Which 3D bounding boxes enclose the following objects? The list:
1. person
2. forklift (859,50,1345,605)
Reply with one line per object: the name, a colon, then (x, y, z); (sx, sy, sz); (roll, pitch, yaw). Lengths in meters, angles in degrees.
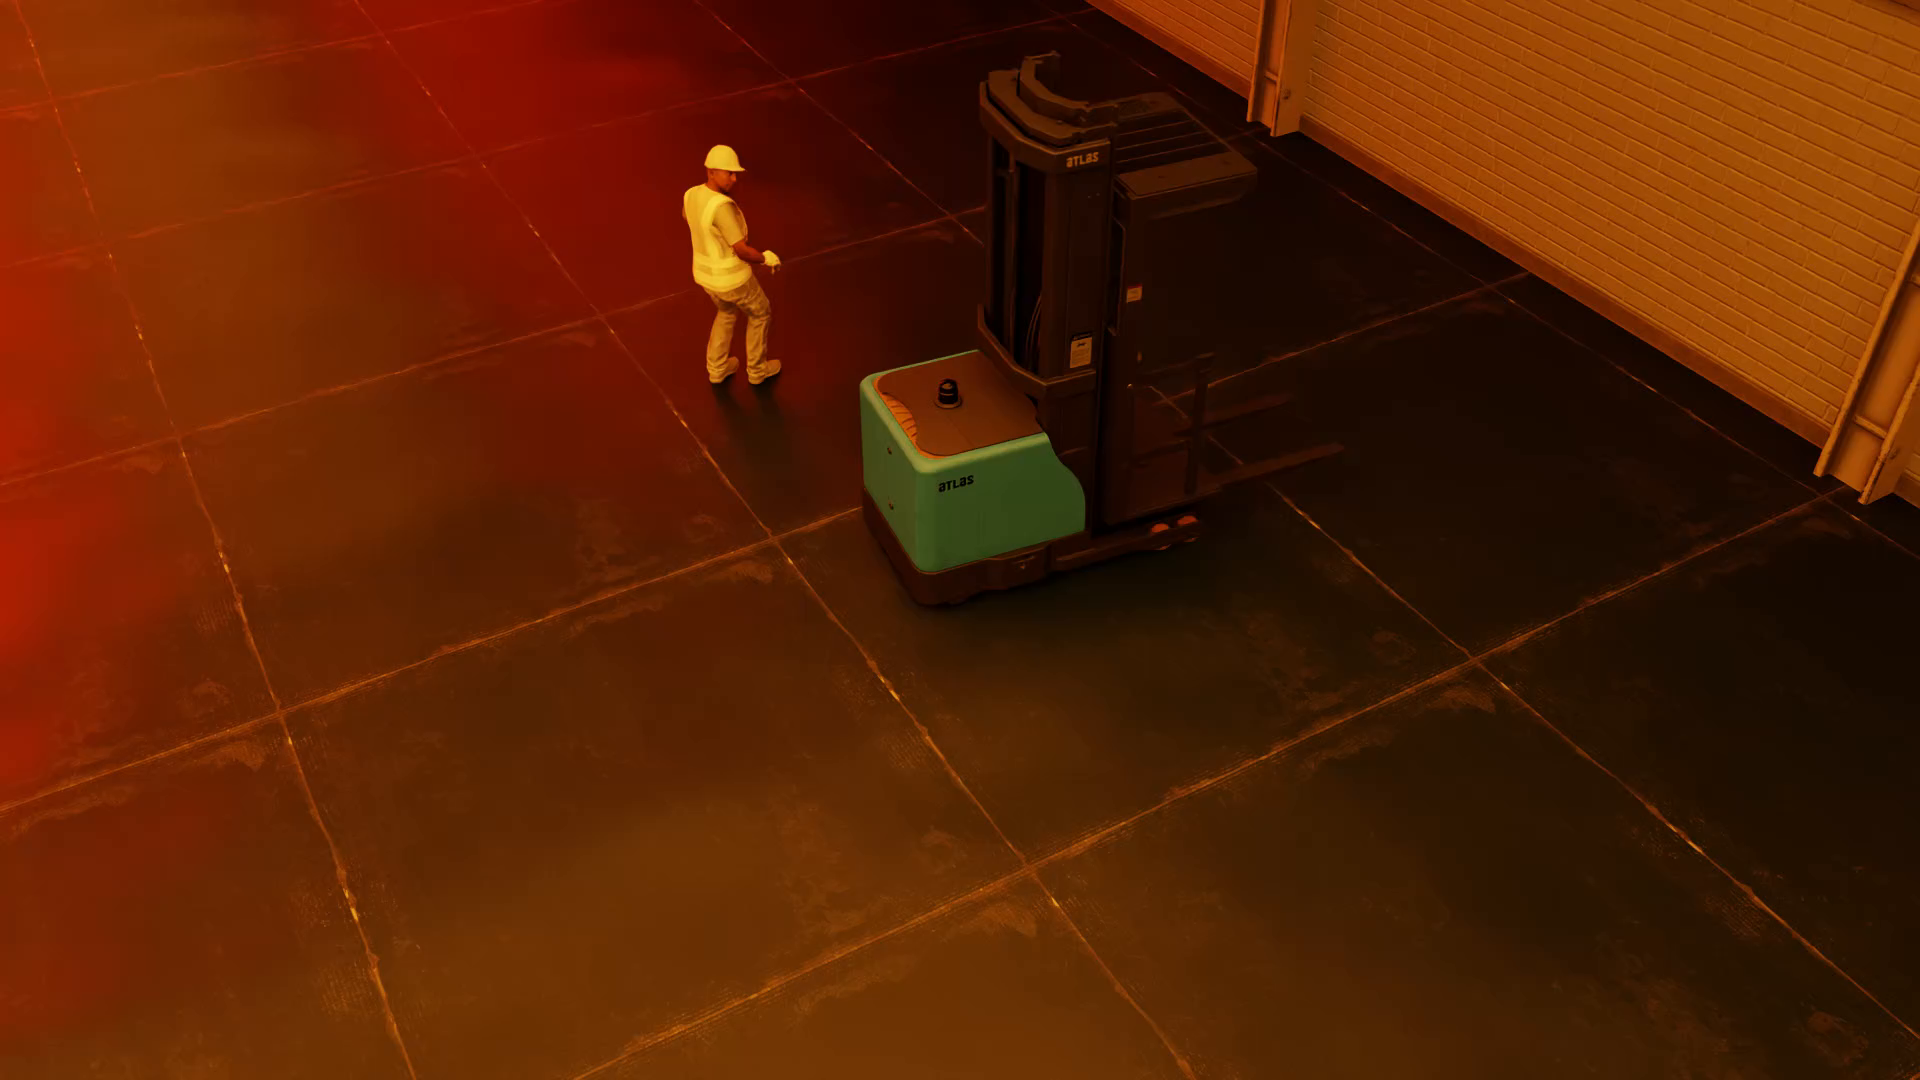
person: (-1.552, -1.836, 11.206); (0.527, 1.728, 0.786); (-32, 49, -33)
forklift: (0.957, -1.359, 9.675); (3.031, 2.935, 1.130); (-15, 42, -18)
